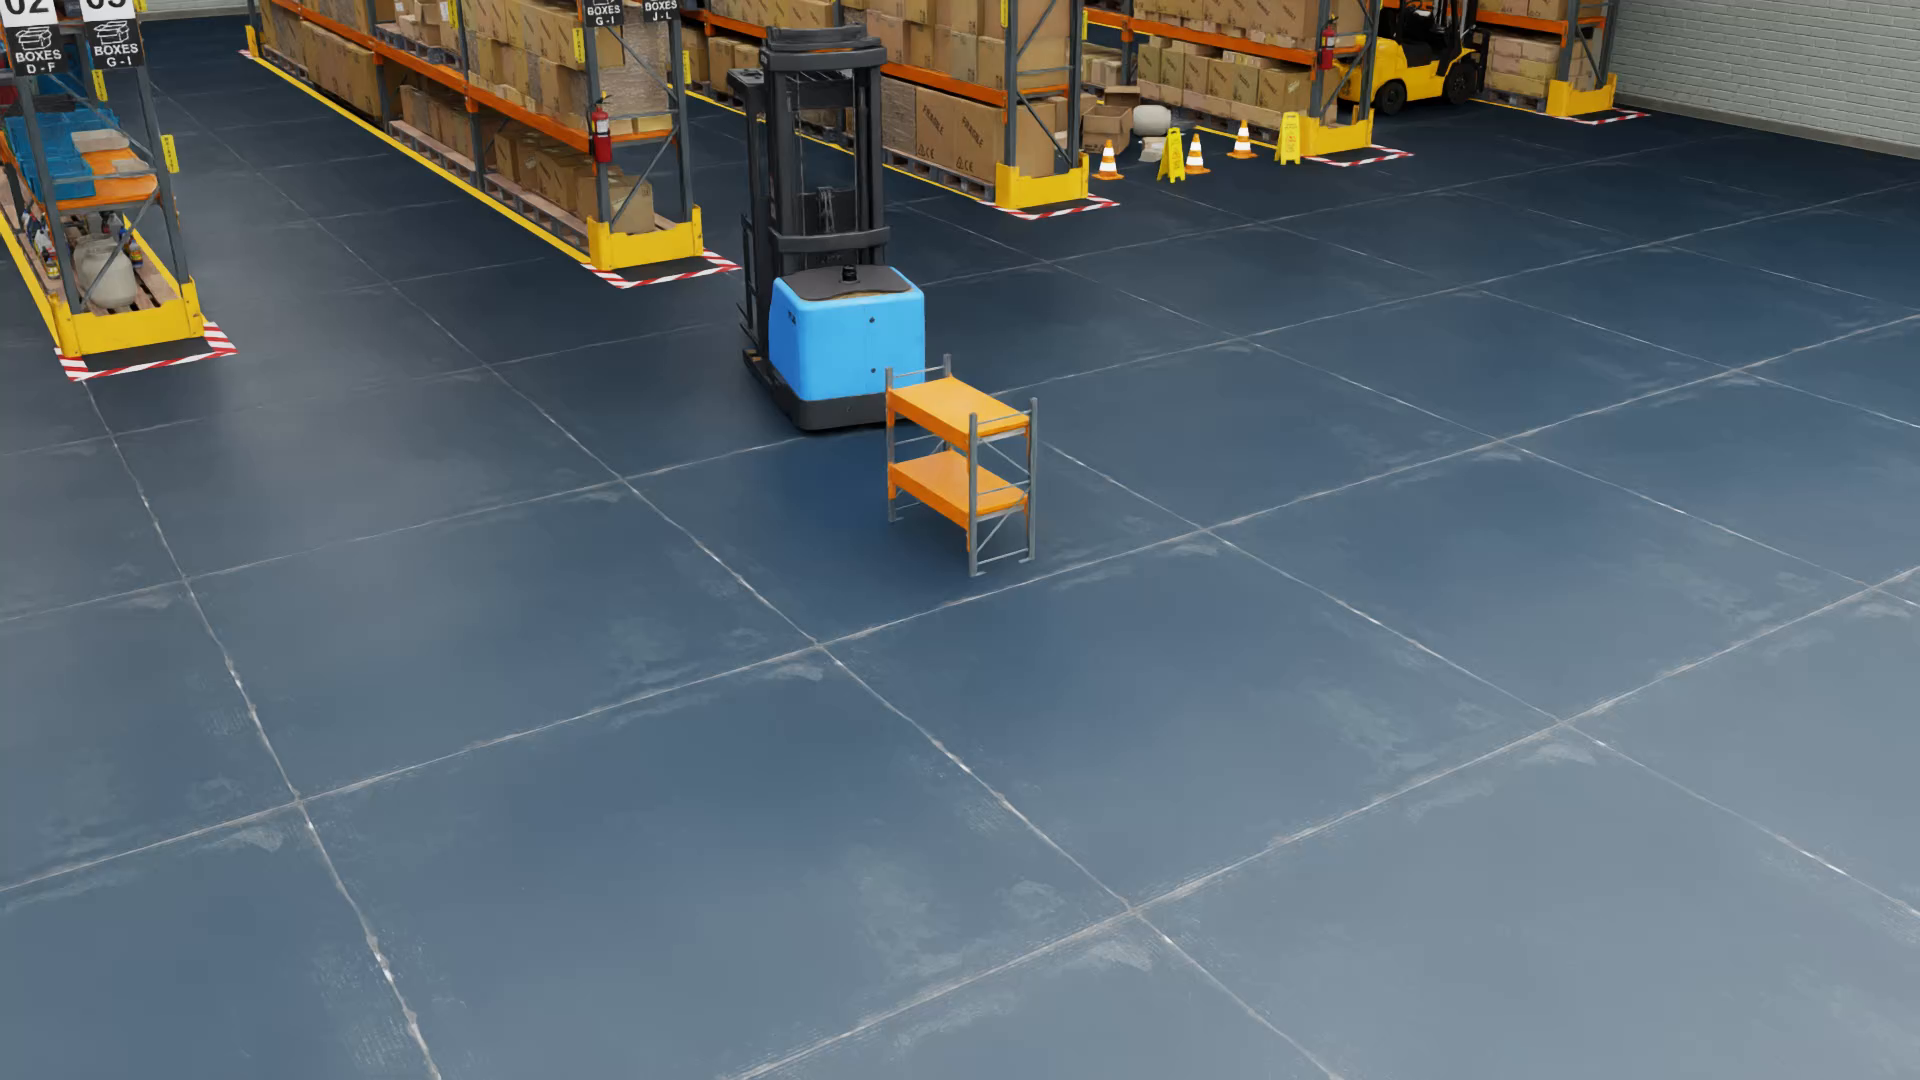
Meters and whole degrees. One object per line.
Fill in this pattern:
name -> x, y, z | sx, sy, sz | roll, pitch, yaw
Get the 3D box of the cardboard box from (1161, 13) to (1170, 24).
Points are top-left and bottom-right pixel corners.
cardboard box -> 3.128, -7.562, 24.050 | 0.380, 0.149, 0.250 | -16, 29, -30

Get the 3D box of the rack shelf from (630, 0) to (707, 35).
rack shelf -> -4.495, -8.661, 26.925 | 1.077, 0.370, 4.000 | -16, 29, -30

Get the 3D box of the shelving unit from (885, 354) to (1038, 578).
shelving unit -> -0.004, -0.511, 11.015 | 0.538, 1.125, 1.048 | -16, 29, -30

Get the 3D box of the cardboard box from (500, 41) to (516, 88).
cardboard box -> -4.636, -5.382, 18.672 | 0.875, 0.500, 0.500 | -16, 29, -30

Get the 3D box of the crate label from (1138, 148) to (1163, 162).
crate label -> 2.515, -5.044, 21.774 | 0.298, 0.136, 0.250 | 12, 28, 24

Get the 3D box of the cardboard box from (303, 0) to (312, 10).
cardboard box -> -9.756, -8.404, 25.421 | 0.500, 0.500, 0.500 | -15, 29, -29

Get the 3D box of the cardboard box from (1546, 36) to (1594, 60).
cardboard box -> 9.109, -7.372, 24.910 | 0.500, 0.250, 0.500 | -16, 30, -30

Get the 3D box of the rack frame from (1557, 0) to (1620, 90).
rack frame -> 9.213, -7.757, 24.168 | 1.000, 3.000, 0.127 | -16, 29, -30

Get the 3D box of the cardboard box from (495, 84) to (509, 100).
cardboard box -> -5.034, -5.098, 18.830 | 0.380, 0.149, 0.250 | -16, 29, -30

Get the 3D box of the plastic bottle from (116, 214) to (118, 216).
plastic bottle -> -8.759, -3.256, 17.300 | 0.061, 0.283, 0.133 | -13, 28, -26

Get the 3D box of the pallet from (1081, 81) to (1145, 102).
pallet -> 2.446, -7.047, 25.930 | 1.003, 0.211, 1.213 | -16, 29, -30

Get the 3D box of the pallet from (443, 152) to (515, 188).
pallet -> -5.857, -4.737, 21.038 | 1.003, 0.211, 1.213 | -16, 29, -30

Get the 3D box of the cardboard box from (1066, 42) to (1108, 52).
cardboard box -> 1.808, -7.723, 26.682 | 0.950, 0.372, 0.625 | -14, 29, -28

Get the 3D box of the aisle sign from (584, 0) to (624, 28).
aisle sign -> -3.465, -5.373, 16.073 | 0.394, 0.787, 0.004 | -16, 29, -30

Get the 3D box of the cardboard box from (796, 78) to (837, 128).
cardboard box -> -1.634, -6.214, 23.042 | 1.050, 0.750, 0.750 | -16, 29, -30

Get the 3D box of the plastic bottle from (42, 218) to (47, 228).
plastic bottle -> -9.367, -3.215, 17.135 | 0.144, 0.351, 0.185 | -16, 29, -30

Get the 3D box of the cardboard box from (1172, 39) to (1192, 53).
cardboard box -> 3.268, -7.093, 23.851 | 0.380, 0.149, 0.250 | -14, 29, -28

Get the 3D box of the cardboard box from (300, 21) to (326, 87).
cardboard box -> -9.432, -7.586, 25.804 | 1.225, 0.875, 0.875 | -15, 29, -29

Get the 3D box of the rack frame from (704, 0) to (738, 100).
rack frame -> -3.403, -8.271, 25.256 | 1.000, 3.000, 0.127 | -16, 29, -30

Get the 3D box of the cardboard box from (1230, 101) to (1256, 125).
cardboard box -> 4.113, -5.959, 23.088 | 0.500, 0.250, 0.500 | -15, 29, -29

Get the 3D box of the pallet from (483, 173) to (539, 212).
pallet -> -5.034, -4.227, 19.957 | 1.003, 0.211, 1.213 | -16, 29, -30

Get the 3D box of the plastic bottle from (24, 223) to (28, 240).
plastic bottle -> -9.718, -3.247, 17.377 | 0.097, 0.201, 0.097 | 0, 25, 0

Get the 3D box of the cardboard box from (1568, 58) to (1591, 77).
cardboard box -> 9.130, -7.146, 25.017 | 0.500, 0.250, 0.500 | -15, 29, -29

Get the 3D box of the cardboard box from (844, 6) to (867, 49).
cardboard box -> -1.008, -6.779, 21.920 | 0.875, 0.550, 0.550 | -16, 29, -30

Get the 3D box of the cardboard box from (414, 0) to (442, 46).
cardboard box -> -6.454, -6.555, 21.010 | 0.797, 0.503, 0.637 | -12, 28, -24

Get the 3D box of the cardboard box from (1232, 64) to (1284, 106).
cardboard box -> 4.112, -6.296, 22.924 | 0.500, 0.500, 0.500 | -14, 29, -28

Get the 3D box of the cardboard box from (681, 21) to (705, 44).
cardboard box -> -4.281, -8.031, 26.306 | 0.500, 0.250, 0.500 | -15, 29, -29

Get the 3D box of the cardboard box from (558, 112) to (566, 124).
cardboard box -> -4.015, -4.490, 17.541 | 0.380, 0.149, 0.250 | -16, 29, -30

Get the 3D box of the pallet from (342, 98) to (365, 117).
pallet -> -8.643, -6.625, 25.037 | 1.003, 0.211, 1.213 | -16, 29, -30

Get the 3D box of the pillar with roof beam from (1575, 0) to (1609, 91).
pillar with roof beam -> 5.981, -9.926, 21.735 | 9.100, 9.000, 0.400 | -16, 29, -30

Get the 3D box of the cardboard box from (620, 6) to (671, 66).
cardboard box -> -3.319, -5.182, 17.076 | 0.500, 0.500, 0.500 | -16, 29, -30

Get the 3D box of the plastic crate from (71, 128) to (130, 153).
plastic crate -> -8.482, -3.925, 16.359 | 0.530, 0.136, 0.437 | -16, 29, -30

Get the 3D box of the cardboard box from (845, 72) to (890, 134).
cardboard box -> -0.935, -5.828, 22.078 | 0.875, 0.875, 0.875 | -15, 29, -29

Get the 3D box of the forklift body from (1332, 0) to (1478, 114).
forklift body -> 6.649, -7.626, 24.885 | 2.313, 2.155, 1.214 | -16, 29, -30

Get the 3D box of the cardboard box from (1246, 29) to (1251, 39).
cardboard box -> 4.131, -6.940, 22.732 | 0.380, 0.149, 0.250 | -15, 29, -29

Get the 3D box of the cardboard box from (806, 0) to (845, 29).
cardboard box -> -1.729, -7.010, 22.467 | 0.500, 0.500, 0.500 | -16, 29, -30

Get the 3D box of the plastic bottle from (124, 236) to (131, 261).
plastic bottle -> -8.313, -2.944, 16.653 | 0.097, 0.271, 0.097 | 0, 25, 0

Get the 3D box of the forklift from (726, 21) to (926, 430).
forklift -> -1.239, -2.782, 13.710 | 1.130, 2.935, 3.031 | -9, 27, -18

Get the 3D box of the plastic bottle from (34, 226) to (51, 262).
plastic bottle -> -9.152, -2.962, 16.598 | 0.144, 0.351, 0.185 | -16, 30, -30

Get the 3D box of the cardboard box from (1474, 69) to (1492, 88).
cardboard box -> 8.163, -7.159, 25.630 | 0.500, 0.250, 0.500 | -15, 29, -29

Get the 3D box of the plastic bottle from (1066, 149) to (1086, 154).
plastic bottle -> 1.522, -5.170, 22.131 | 0.283, 0.061, 0.133 | 18, 31, 33

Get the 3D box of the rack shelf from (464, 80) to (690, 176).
rack shelf -> -4.339, -4.680, 18.492 | 1.077, 0.370, 4.000 | -16, 29, -30

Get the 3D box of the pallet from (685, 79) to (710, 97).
pallet -> -3.829, -7.289, 26.444 | 1.003, 0.211, 1.213 | -16, 29, -30

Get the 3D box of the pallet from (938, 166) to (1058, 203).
pallet -> 0.462, -4.416, 20.357 | 1.003, 0.211, 1.213 | -16, 29, -30

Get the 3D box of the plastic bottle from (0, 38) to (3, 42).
plastic bottle -> -12.624, -6.675, 21.934 | 0.144, 0.351, 0.185 | -16, 29, -30

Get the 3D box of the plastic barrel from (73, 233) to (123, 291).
plastic barrel -> -8.094, -2.597, 15.660 | 0.421, 0.512, 0.421 | 0, 25, 0

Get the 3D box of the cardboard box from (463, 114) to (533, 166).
cardboard box -> -5.748, -5.013, 20.769 | 0.700, 0.500, 0.500 | -18, 31, -33

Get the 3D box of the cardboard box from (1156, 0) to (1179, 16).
cardboard box -> 3.173, -7.813, 23.821 | 0.500, 0.500, 0.500 | -16, 29, -30

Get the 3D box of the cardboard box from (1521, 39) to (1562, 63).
cardboard box -> 8.700, -7.248, 24.647 | 0.500, 0.250, 0.500 | -14, 29, -28

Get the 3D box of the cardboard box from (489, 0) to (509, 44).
cardboard box -> -4.851, -5.774, 18.331 | 0.500, 0.500, 0.500 | -16, 29, -30

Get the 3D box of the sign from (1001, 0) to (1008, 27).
sign -> 0.502, -5.918, 18.640 | 0.100, 0.325, 0.005 | -16, 29, -30

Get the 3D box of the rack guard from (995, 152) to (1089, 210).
rack guard -> 0.977, -4.270, 19.710 | 1.175, 0.500, 0.348 | -16, 29, -30

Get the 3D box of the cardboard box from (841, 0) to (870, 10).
cardboard box -> -1.047, -7.256, 21.666 | 0.875, 0.550, 0.550 | -16, 29, -30
